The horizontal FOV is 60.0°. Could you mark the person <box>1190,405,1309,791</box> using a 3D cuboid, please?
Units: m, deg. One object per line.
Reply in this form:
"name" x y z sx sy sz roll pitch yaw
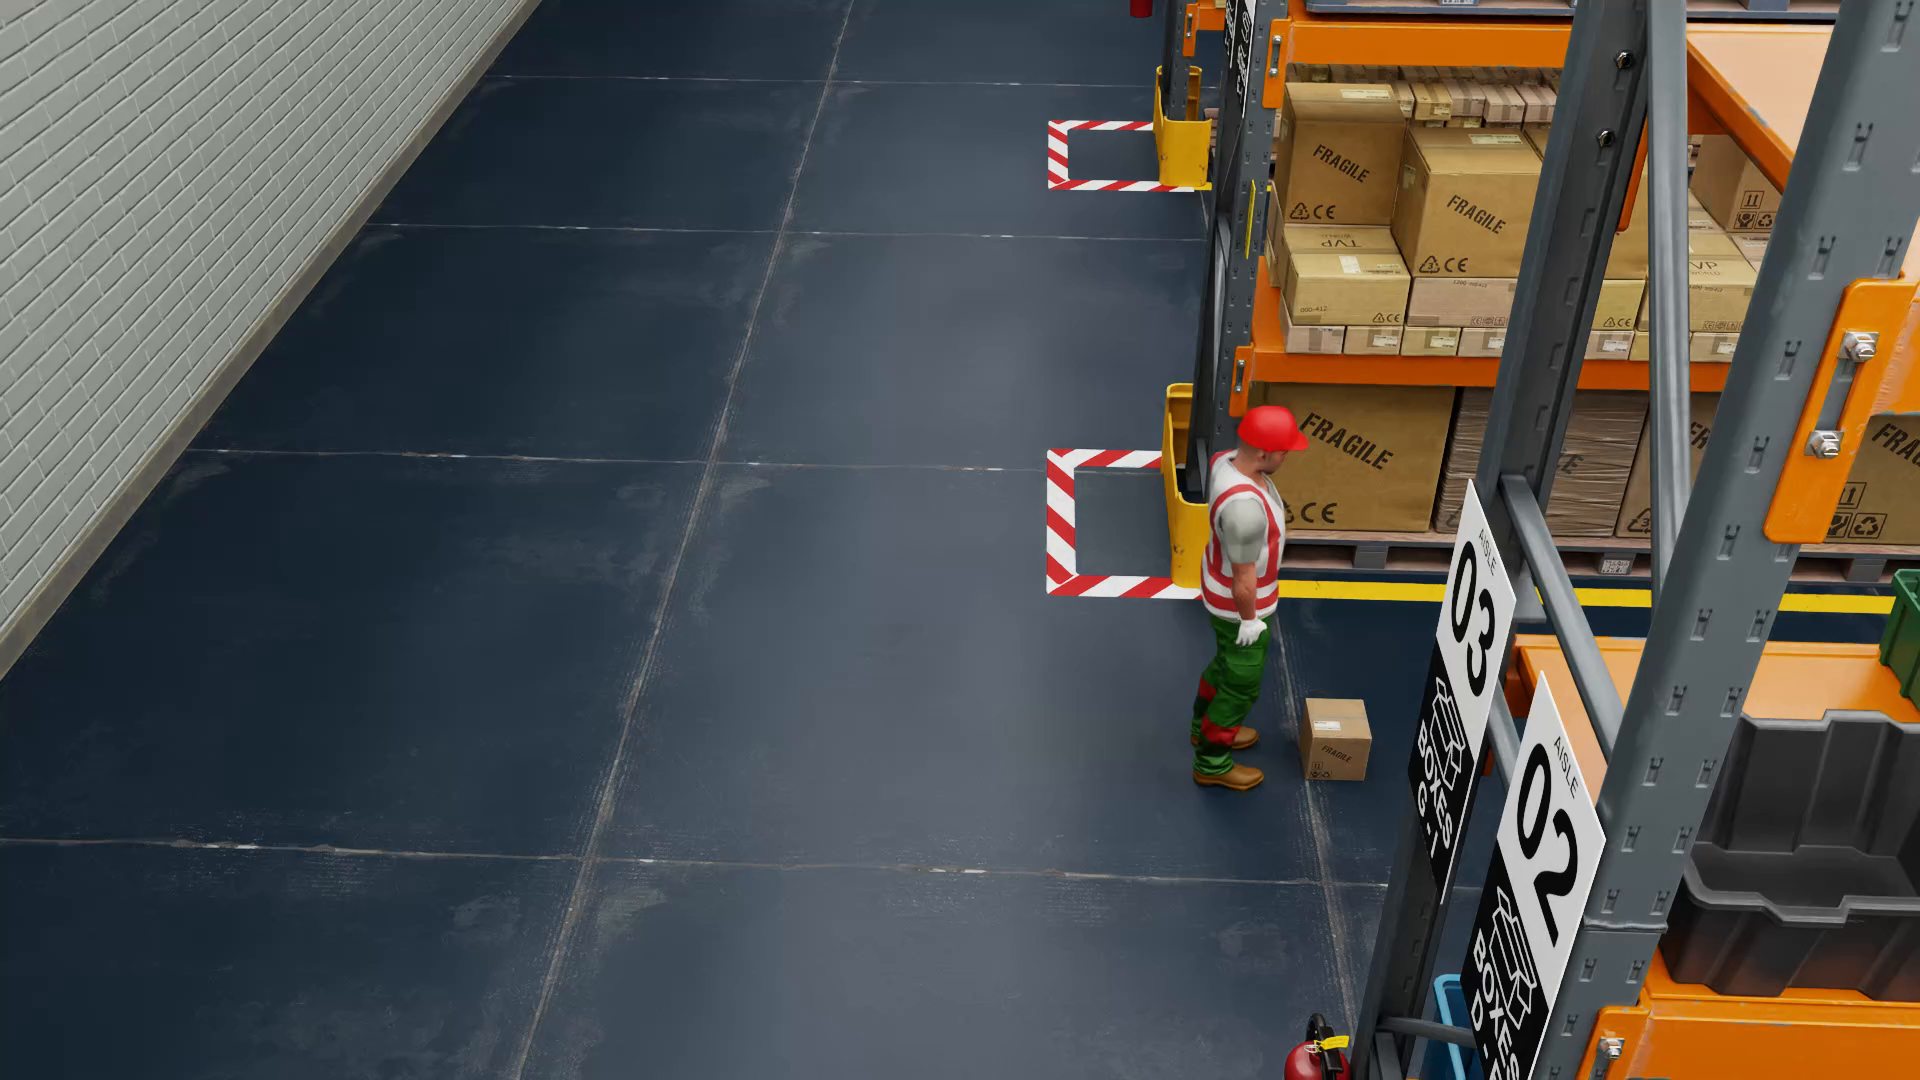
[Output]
"person" 1.152 0.224 6.793 0.365 1.775 0.529 2 35 3
